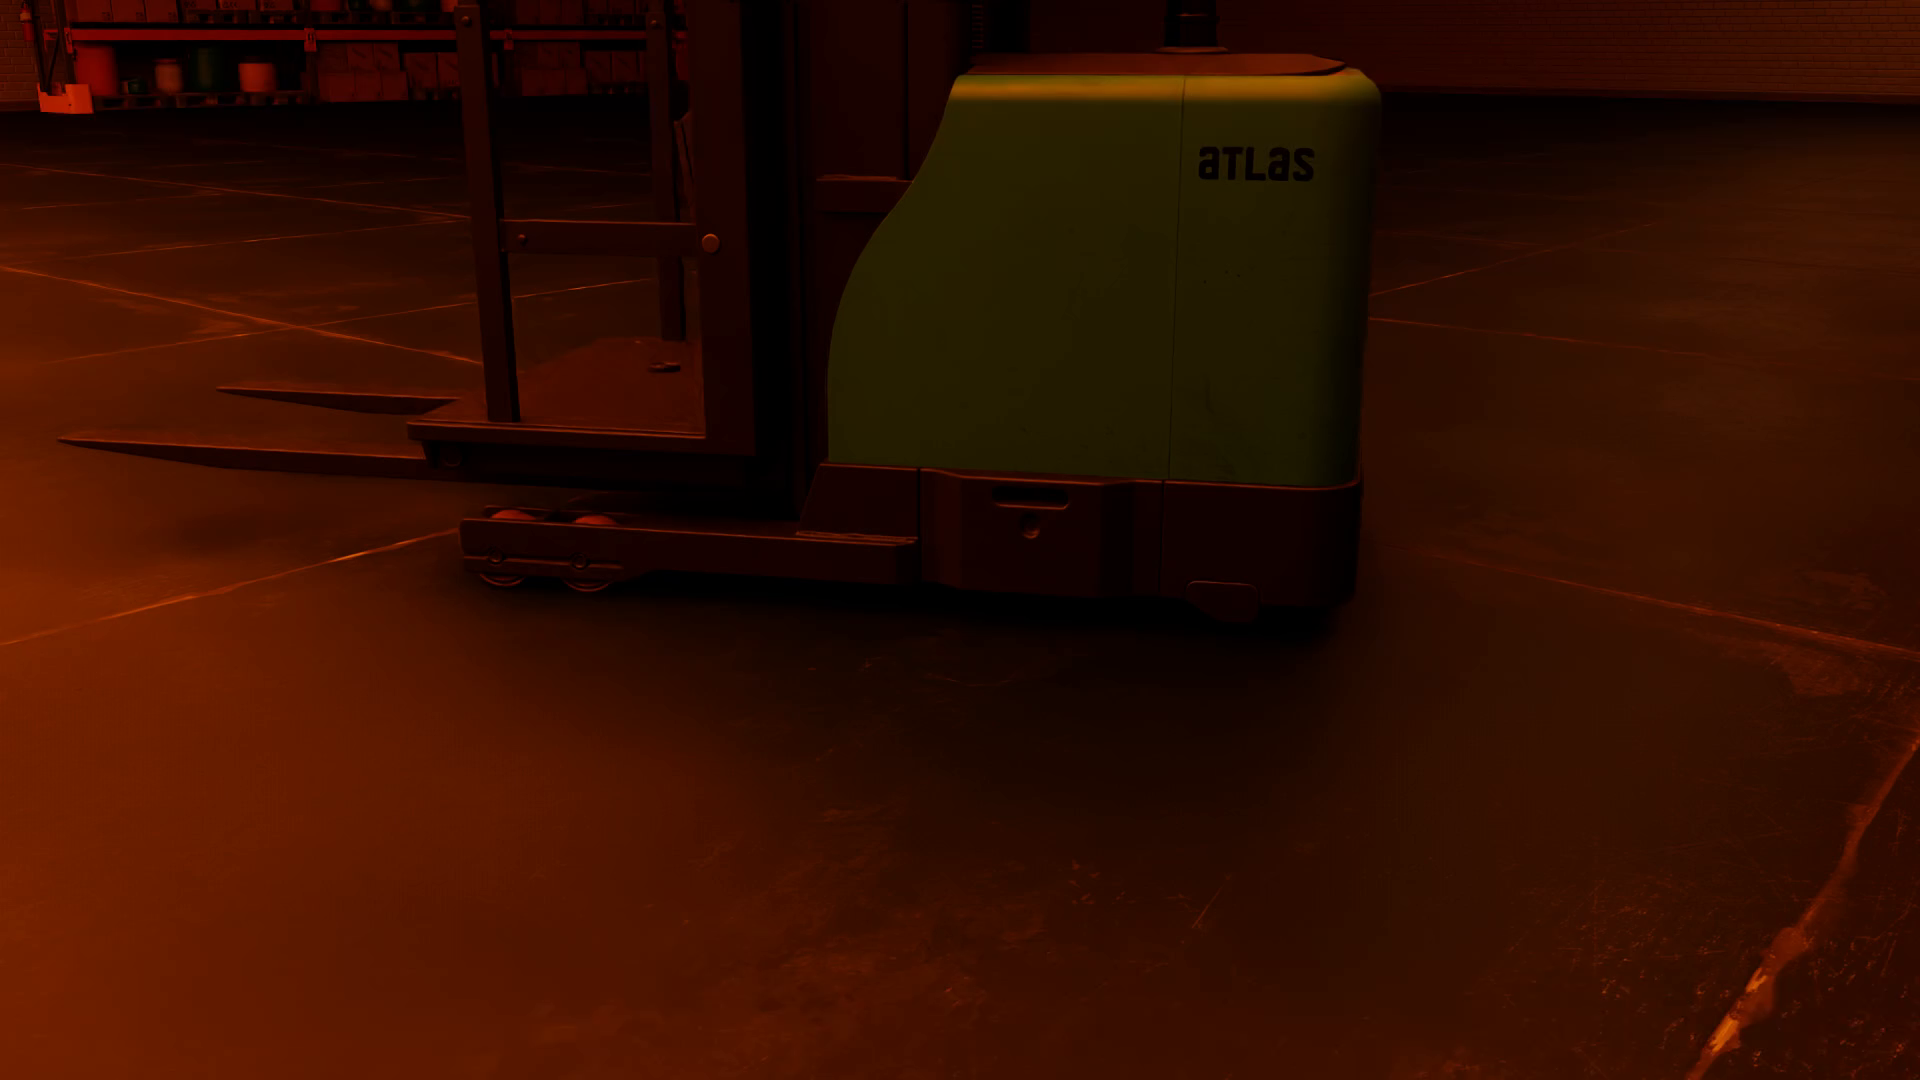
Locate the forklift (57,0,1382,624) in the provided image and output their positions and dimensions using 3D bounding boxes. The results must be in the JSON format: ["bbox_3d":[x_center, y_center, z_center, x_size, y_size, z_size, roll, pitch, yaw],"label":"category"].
[{"bbox_3d":[-0.608,-1.435,3.622,3.031,2.935,1.130,3,17,11],"label":"forklift"}]
